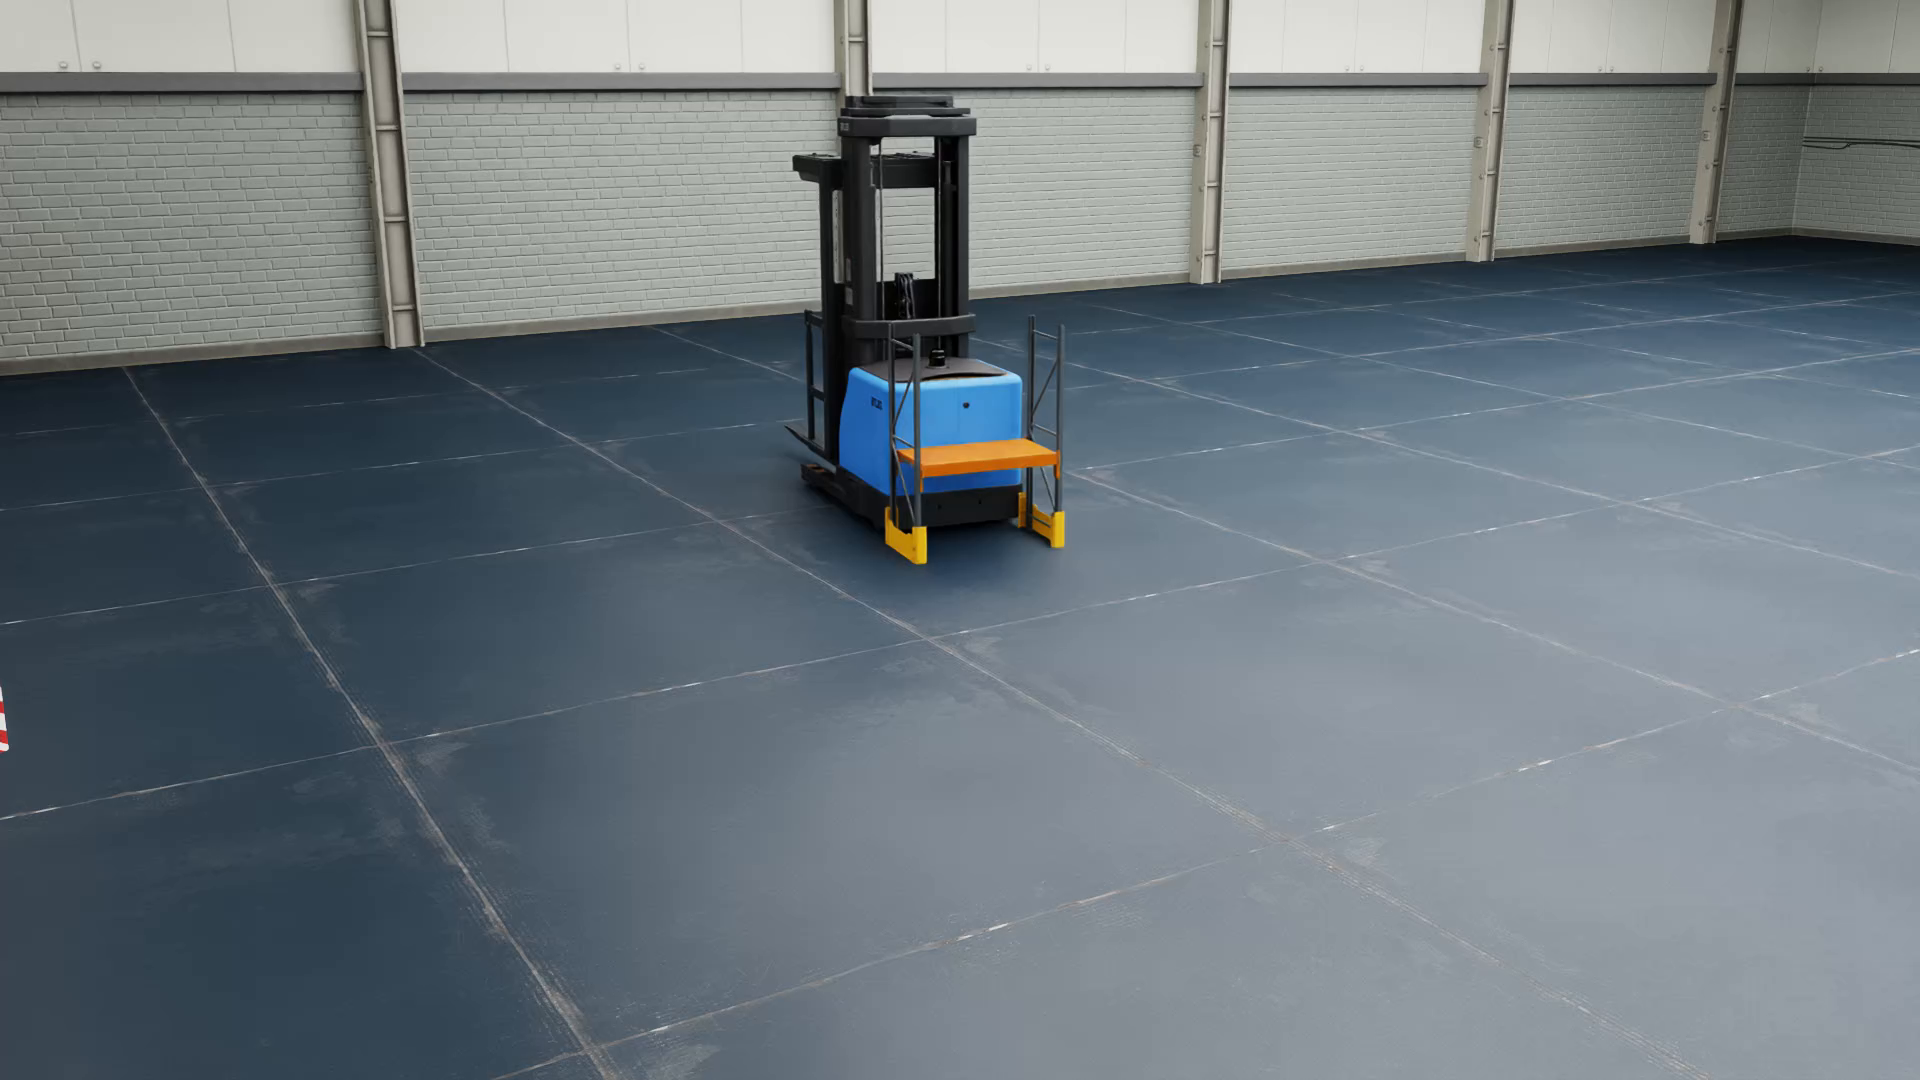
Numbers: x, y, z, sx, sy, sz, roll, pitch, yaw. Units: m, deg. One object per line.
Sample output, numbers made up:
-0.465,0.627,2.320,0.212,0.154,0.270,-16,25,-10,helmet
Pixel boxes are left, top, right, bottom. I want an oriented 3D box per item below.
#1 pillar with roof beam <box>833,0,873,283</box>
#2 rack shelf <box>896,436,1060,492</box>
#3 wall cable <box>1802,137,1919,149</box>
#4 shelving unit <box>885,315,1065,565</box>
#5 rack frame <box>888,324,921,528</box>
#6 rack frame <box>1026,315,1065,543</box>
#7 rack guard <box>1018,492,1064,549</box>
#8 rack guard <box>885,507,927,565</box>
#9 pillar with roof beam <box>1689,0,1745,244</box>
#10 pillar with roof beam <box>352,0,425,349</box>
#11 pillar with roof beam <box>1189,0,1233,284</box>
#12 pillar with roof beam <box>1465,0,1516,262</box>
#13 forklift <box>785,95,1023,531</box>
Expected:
0.827,-6.459,17.780,0.400,9.000,9.100,-9,18,-30,pillar with roof beam
0.106,-0.515,11.134,1.000,0.185,0.538,-6,17,-22,rack shelf
17.245,-8.566,31.048,0.112,2.526,3.097,-9,18,-30,wall cable
0.098,-0.687,11.082,1.083,1.500,0.587,-6,17,-22,shelving unit
-0.362,-0.635,10.895,0.032,1.500,0.500,-6,17,-22,rack frame
0.574,-0.742,11.276,0.032,1.500,0.500,-6,17,-22,rack frame
0.556,-0.138,11.438,0.087,0.250,0.587,-6,17,-22,rack guard
-0.361,-0.033,11.065,0.087,0.250,0.587,-6,17,-22,rack guard
16.256,-8.961,26.706,0.400,9.000,9.100,-9,18,-30,pillar with roof beam
-4.317,-5.625,14.805,0.400,9.000,9.100,-9,18,-30,pillar with roof beam
5.970,-7.293,20.756,0.400,9.000,9.100,-9,18,-30,pillar with roof beam
11.113,-8.127,23.731,0.400,9.000,9.100,-9,18,-30,pillar with roof beam
-0.587,-1.829,12.505,1.130,2.935,3.031,-6,17,-22,forklift
